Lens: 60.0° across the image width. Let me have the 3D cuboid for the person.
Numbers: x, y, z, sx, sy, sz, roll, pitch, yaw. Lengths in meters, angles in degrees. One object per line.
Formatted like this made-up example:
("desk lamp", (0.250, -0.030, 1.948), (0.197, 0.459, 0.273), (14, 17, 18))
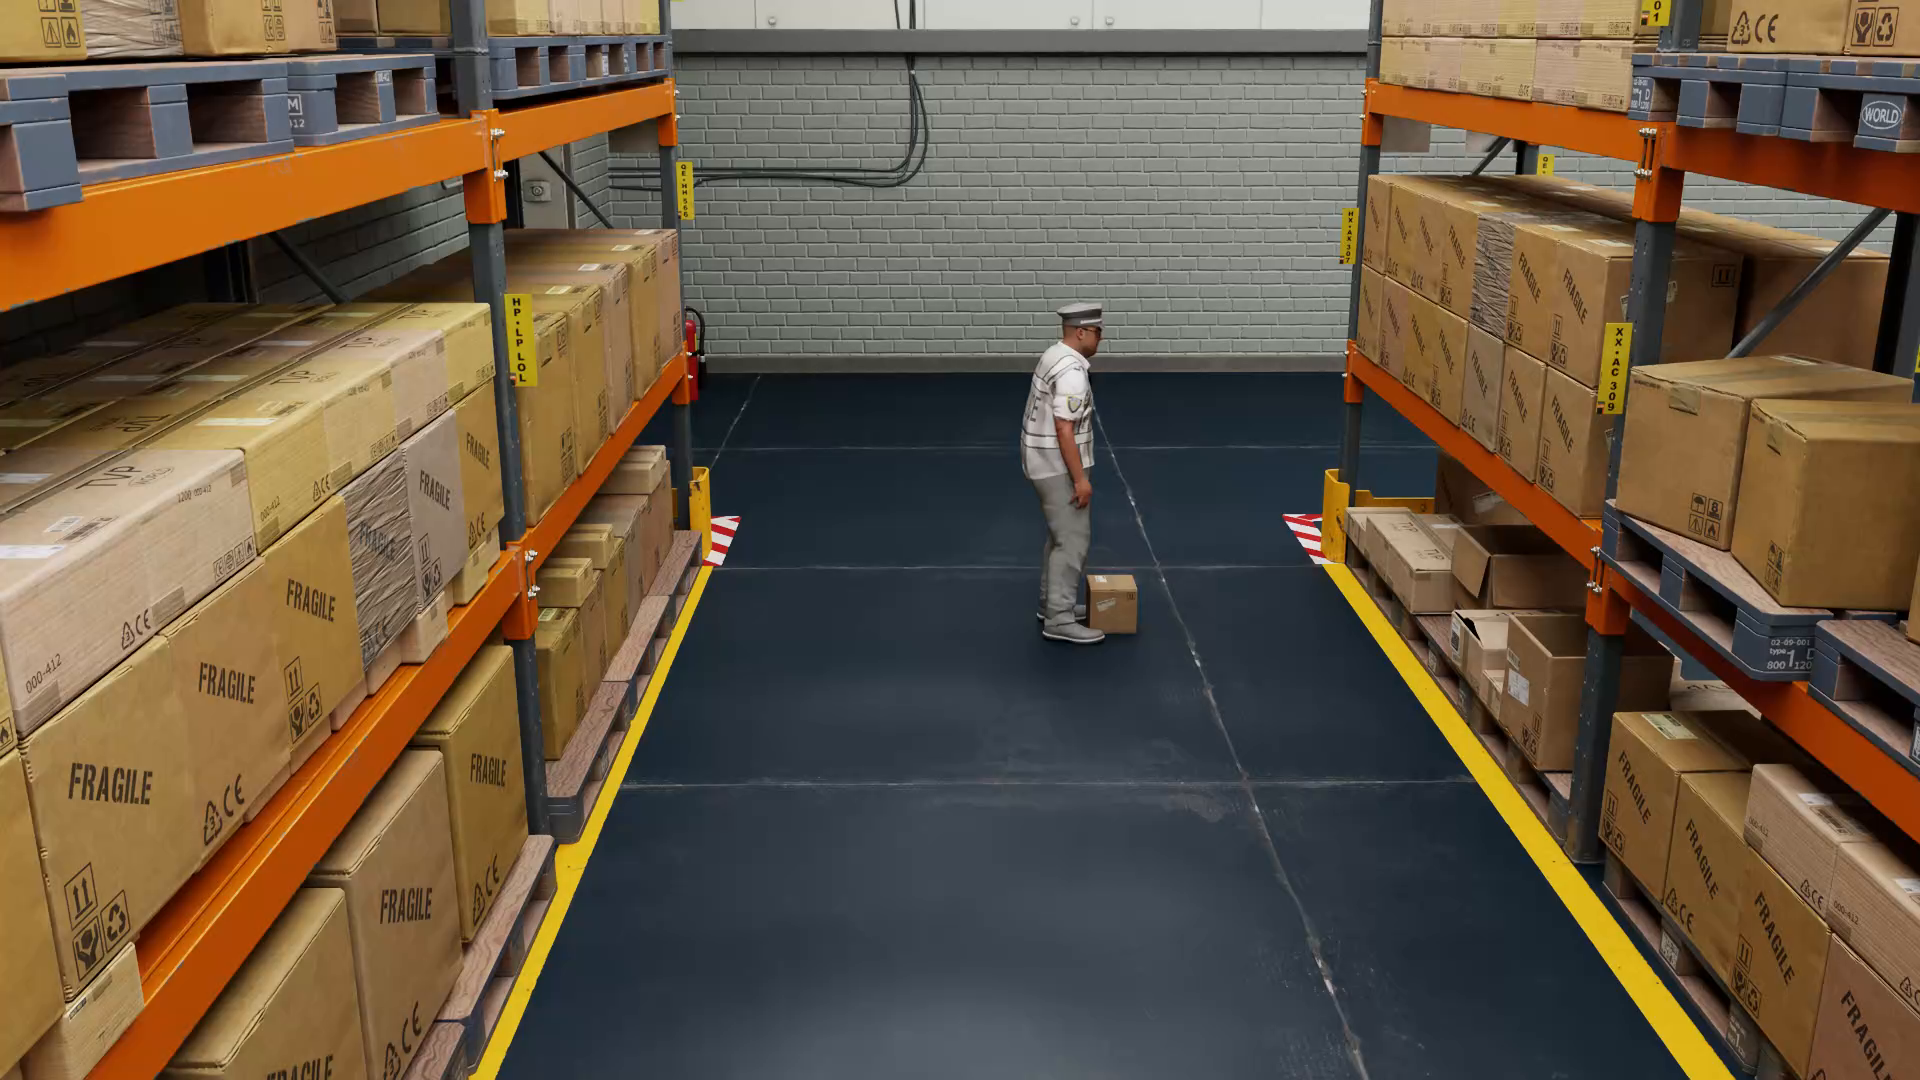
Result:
("person", (0.541, -0.371, 8.741), (0.429, 1.749, 0.600), (-1, 17, -3))
